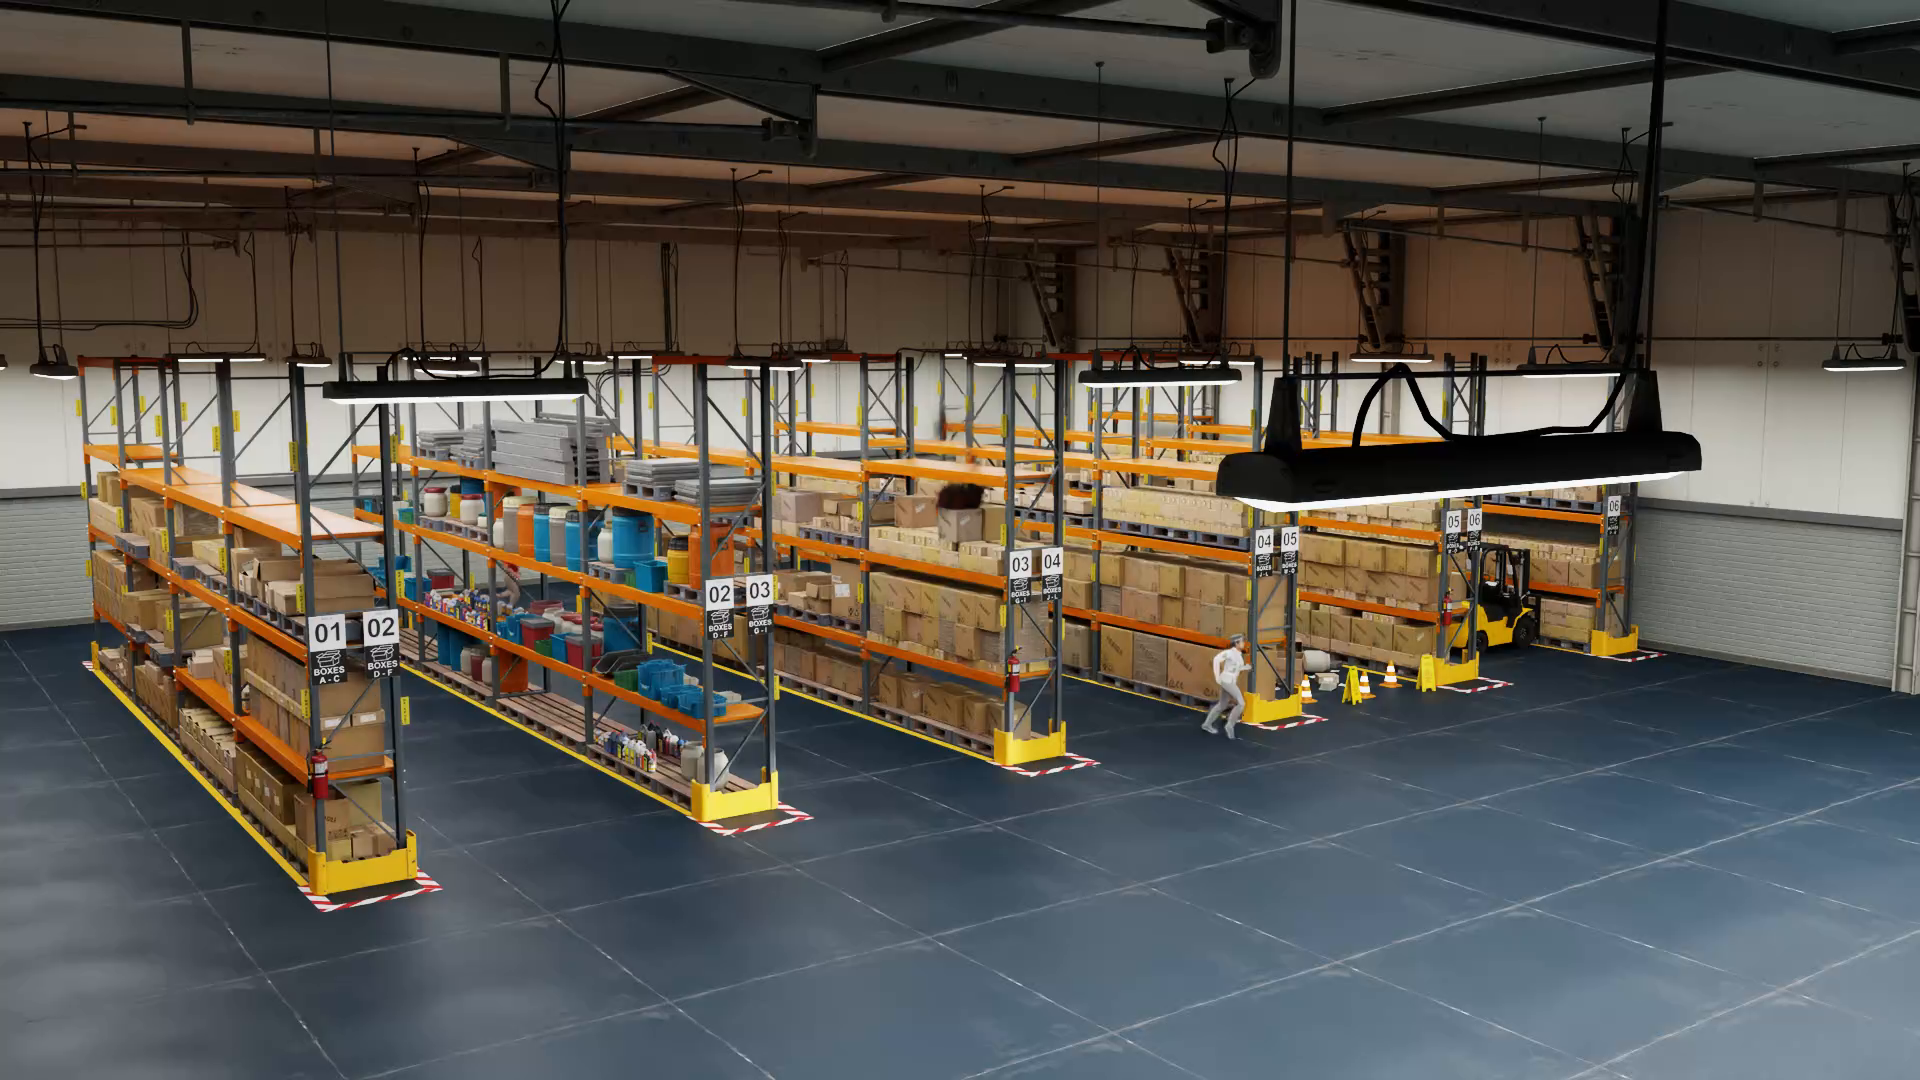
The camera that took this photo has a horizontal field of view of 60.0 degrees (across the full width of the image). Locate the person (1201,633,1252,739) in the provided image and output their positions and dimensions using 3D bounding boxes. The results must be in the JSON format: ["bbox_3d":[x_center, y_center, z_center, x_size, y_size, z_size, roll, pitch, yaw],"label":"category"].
[{"bbox_3d":[4.254,2.326,26.522,0.773,1.720,0.595,2,7,16],"label":"person"}]

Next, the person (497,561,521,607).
[{"bbox_3d":[-10.445,0.865,38.274,0.665,1.718,0.673,-2,7,-14],"label":"person"}]

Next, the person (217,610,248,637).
[{"bbox_3d":[-14.534,1.509,33.099,0.607,1.635,0.623,3,8,26],"label":"person"}]

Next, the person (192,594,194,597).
[{"bbox_3d":[-15.176,1.468,33.450,0.612,1.617,0.644,0,7,0],"label":"person"}]
